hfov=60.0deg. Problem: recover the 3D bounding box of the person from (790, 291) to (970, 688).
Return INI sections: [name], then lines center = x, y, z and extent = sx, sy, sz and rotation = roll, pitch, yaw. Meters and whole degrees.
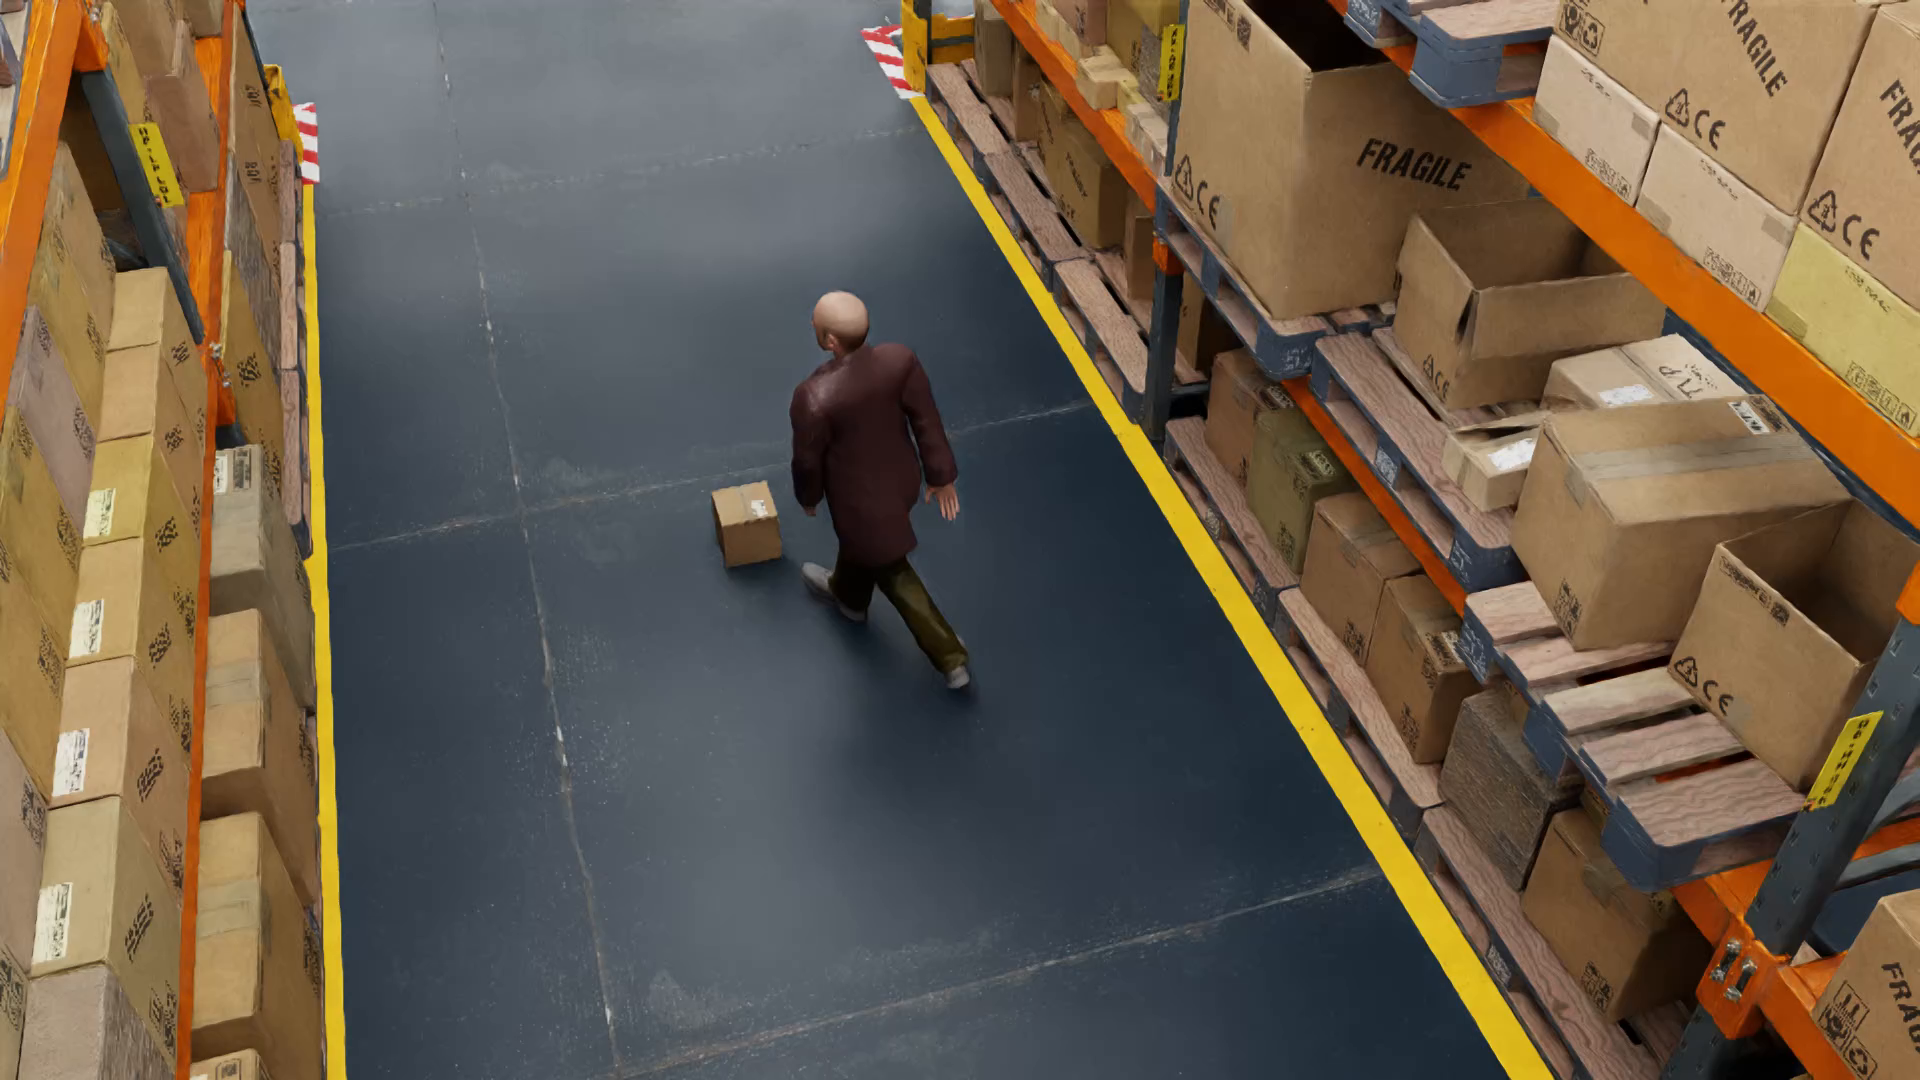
[person]
center = -0.361, -0.188, 6.399
extent = 1.039, 1.738, 0.595
rotation = 32, 51, 31
